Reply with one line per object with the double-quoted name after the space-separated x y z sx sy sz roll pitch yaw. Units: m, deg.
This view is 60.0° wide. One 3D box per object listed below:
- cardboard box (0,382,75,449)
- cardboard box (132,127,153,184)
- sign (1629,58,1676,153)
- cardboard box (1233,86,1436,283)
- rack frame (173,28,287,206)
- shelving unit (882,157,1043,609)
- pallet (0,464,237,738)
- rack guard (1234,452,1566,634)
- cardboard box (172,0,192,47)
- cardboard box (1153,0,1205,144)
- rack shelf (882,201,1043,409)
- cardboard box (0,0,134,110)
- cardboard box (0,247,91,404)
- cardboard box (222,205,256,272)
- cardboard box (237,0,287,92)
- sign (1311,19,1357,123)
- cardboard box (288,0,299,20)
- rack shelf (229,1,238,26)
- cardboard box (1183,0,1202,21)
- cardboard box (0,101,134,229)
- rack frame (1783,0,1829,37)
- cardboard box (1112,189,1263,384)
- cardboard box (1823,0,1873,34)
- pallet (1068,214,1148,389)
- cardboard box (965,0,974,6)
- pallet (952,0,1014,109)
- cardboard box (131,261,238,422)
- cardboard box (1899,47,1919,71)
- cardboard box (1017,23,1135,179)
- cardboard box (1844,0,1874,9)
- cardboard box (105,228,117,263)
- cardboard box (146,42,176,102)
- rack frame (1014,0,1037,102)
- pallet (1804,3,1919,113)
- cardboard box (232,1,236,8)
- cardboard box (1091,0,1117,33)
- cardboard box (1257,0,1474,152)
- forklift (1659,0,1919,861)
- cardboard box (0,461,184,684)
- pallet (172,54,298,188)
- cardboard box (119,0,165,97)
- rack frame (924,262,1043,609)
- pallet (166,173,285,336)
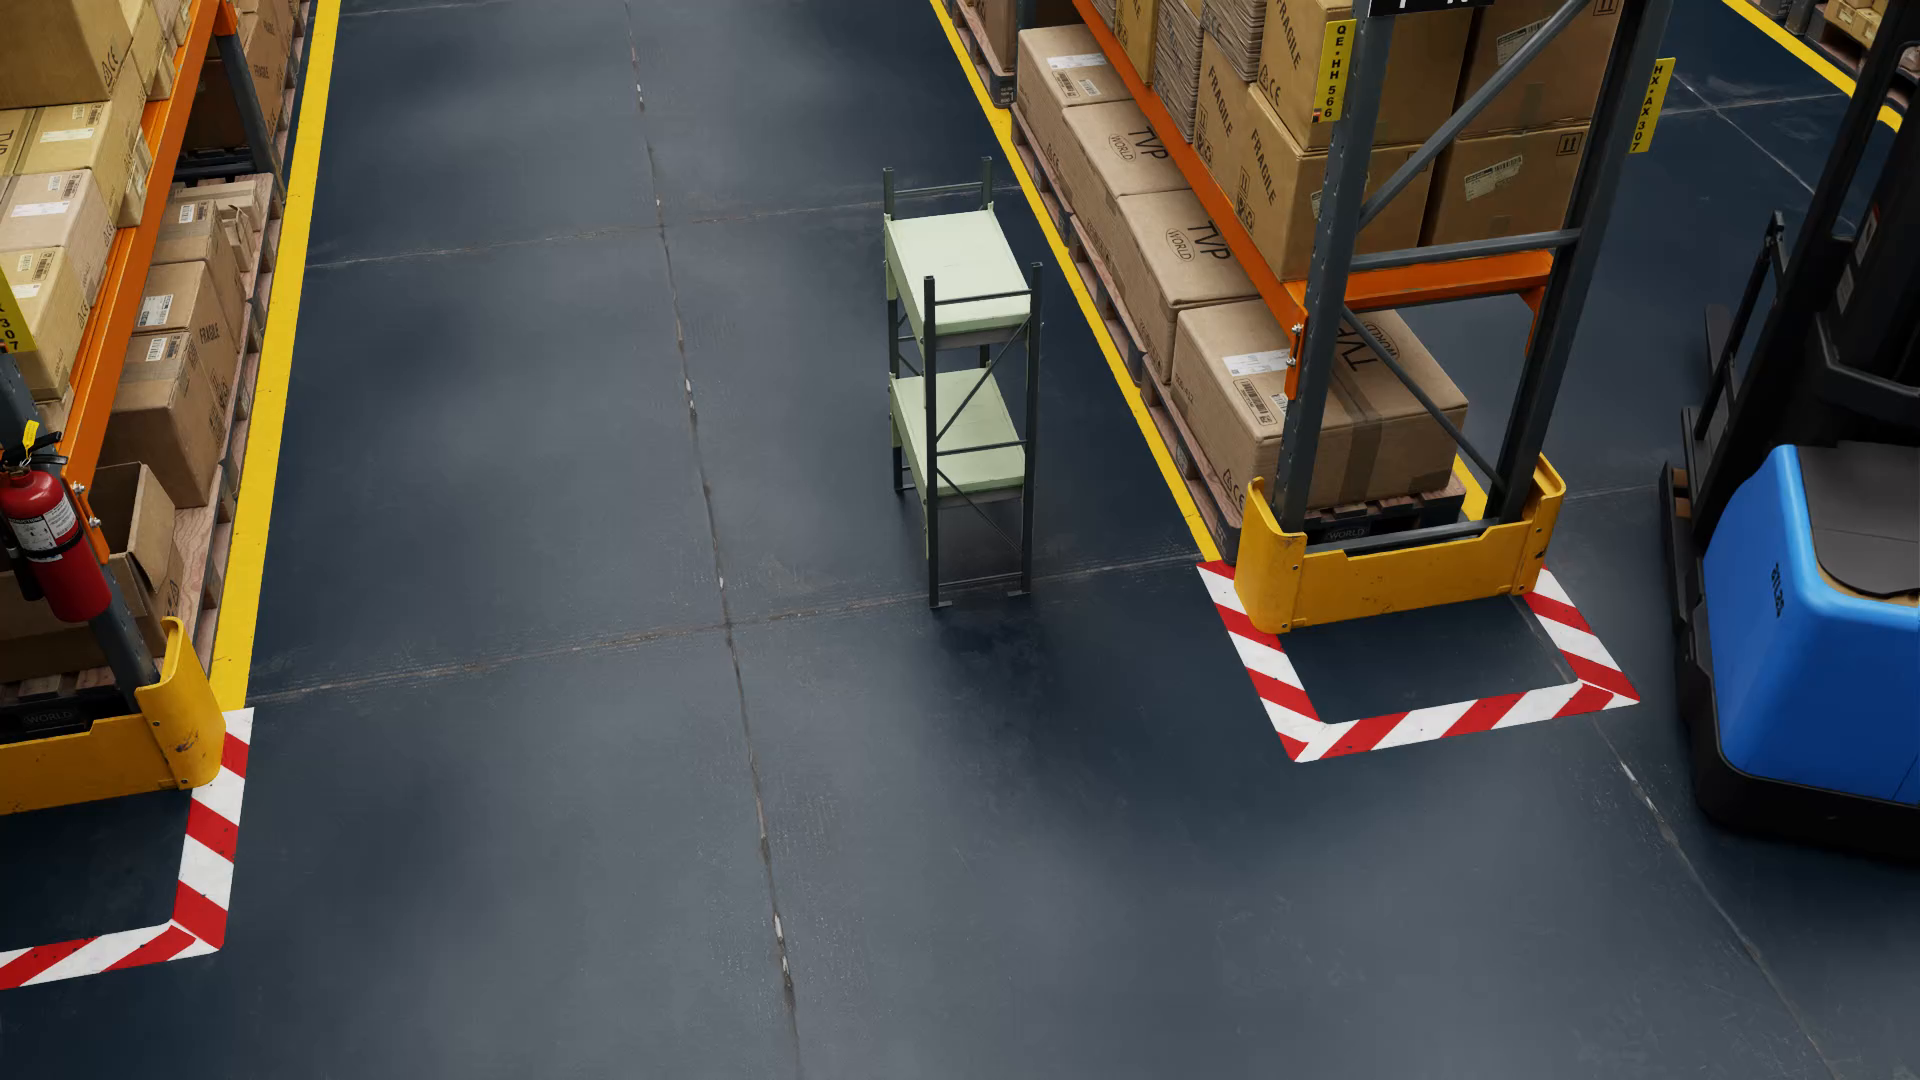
-2.981 -0.409 5.140 0.380 0.149 0.250 -9 42 -10 "cardboard box"
-3.288 -1.419 6.278 0.380 0.149 0.250 -7 42 -8 "cardboard box"
2.211 -1.393 5.348 0.100 0.325 0.005 -8 42 -9 "sign"
1.305 -1.276 5.853 0.500 0.500 0.500 -8 42 -9 "cardboard box"
-4.042 -2.843 7.693 1.000 3.000 0.127 -8 42 -9 "rack frame"
-0.001 -0.565 6.257 0.431 1.500 0.755 -8 42 -9 "shelving unit"
-3.368 0.227 6.336 1.003 0.211 1.213 -8 42 -9 "pallet"
1.673 -0.013 6.389 1.175 0.500 0.348 -8 42 -9 "rack guard"
-3.569 -2.248 7.212 0.380 0.149 0.250 -7 42 -8 "cardboard box"
1.091 -1.935 6.596 0.500 0.500 0.500 -7 42 -8 "cardboard box"
-0.001 -0.857 5.998 0.431 0.370 0.720 -8 42 -9 "rack shelf"
-3.337 -1.891 5.944 0.500 0.500 0.500 -7 42 -8 "cardboard box"
-3.013 -0.638 5.098 0.500 0.250 0.500 -8 42 -9 "cardboard box"
-3.558 -1.427 7.841 0.396 0.266 0.258 -7 42 -8 "cardboard box"
-4.051 -2.755 9.160 0.500 0.500 0.500 -9 42 -10 "cardboard box"
1.135 -1.417 5.036 0.100 0.325 0.005 -8 42 -9 "sign"
-4.260 -3.416 9.905 0.500 0.500 0.500 -10 43 -11 "cardboard box"
-4.473 -3.870 9.392 1.077 0.370 4.000 -8 42 -9 "rack shelf"
1.086 -2.309 6.263 0.500 0.500 0.500 -9 42 -10 "cardboard box"
-3.235 -1.293 5.836 0.500 0.250 0.500 -9 42 -10 "cardboard box"
5.616 -4.331 9.370 1.000 3.000 0.127 -8 42 -9 "rack frame"
1.222 -1.168 7.420 0.875 0.438 0.875 -7 42 -8 "cardboard box"
5.381 -3.140 9.859 0.380 0.149 0.250 -10 43 -11 "cardboard box"
1.159 -1.217 7.962 1.003 0.211 1.213 -8 42 -9 "pallet"
0.390 -3.894 10.161 0.875 0.875 0.875 -7 42 -8 "cardboard box"
0.564 -3.003 9.974 1.003 0.211 1.213 -8 42 -9 "pallet"
-3.381 -0.799 6.957 0.500 0.500 0.500 -8 42 -8 "cardboard box"
5.542 -2.814 9.492 0.380 0.149 0.250 -9 42 -9 "cardboard box"
0.835 -2.333 8.733 0.875 0.438 0.875 -9 42 -10 "cardboard box"
5.381 -3.253 9.762 0.380 0.149 0.250 -7 42 -7 "cardboard box"
-3.230 -1.076 5.892 0.380 0.149 0.250 -8 42 -9 "cardboard box"
-3.457 -1.912 6.834 0.380 0.149 0.250 -9 42 -10 "cardboard box"
0.804 -3.557 8.497 1.000 3.000 0.127 -8 42 -9 "rack frame"
5.795 -2.858 9.811 1.003 0.211 1.213 -8 42 -9 "pallet"
-3.995 -2.747 8.663 0.380 0.149 0.250 -9 42 -10 "cardboard box"
0.855 -2.602 7.347 0.500 0.500 0.500 -8 42 -9 "cardboard box"
1.331 -1.654 5.525 0.500 0.500 0.500 -7 42 -8 "cardboard box"
3.376 -0.990 5.657 1.130 2.935 3.031 10 43 11 "forklift"
-3.218 0.116 5.924 0.797 0.503 0.637 -10 43 -11 "cardboard box"
-4.254 -2.322 9.207 1.003 0.211 1.213 -8 42 -9 "pallet"
-3.476 -1.955 6.582 0.500 0.250 0.500 -9 42 -10 "cardboard box"
0.078 -0.328 5.990 0.400 1.500 0.023 -8 42 -9 "rack frame"
-3.894 -1.355 8.117 1.003 0.211 1.213 -8 42 -9 "pallet"
